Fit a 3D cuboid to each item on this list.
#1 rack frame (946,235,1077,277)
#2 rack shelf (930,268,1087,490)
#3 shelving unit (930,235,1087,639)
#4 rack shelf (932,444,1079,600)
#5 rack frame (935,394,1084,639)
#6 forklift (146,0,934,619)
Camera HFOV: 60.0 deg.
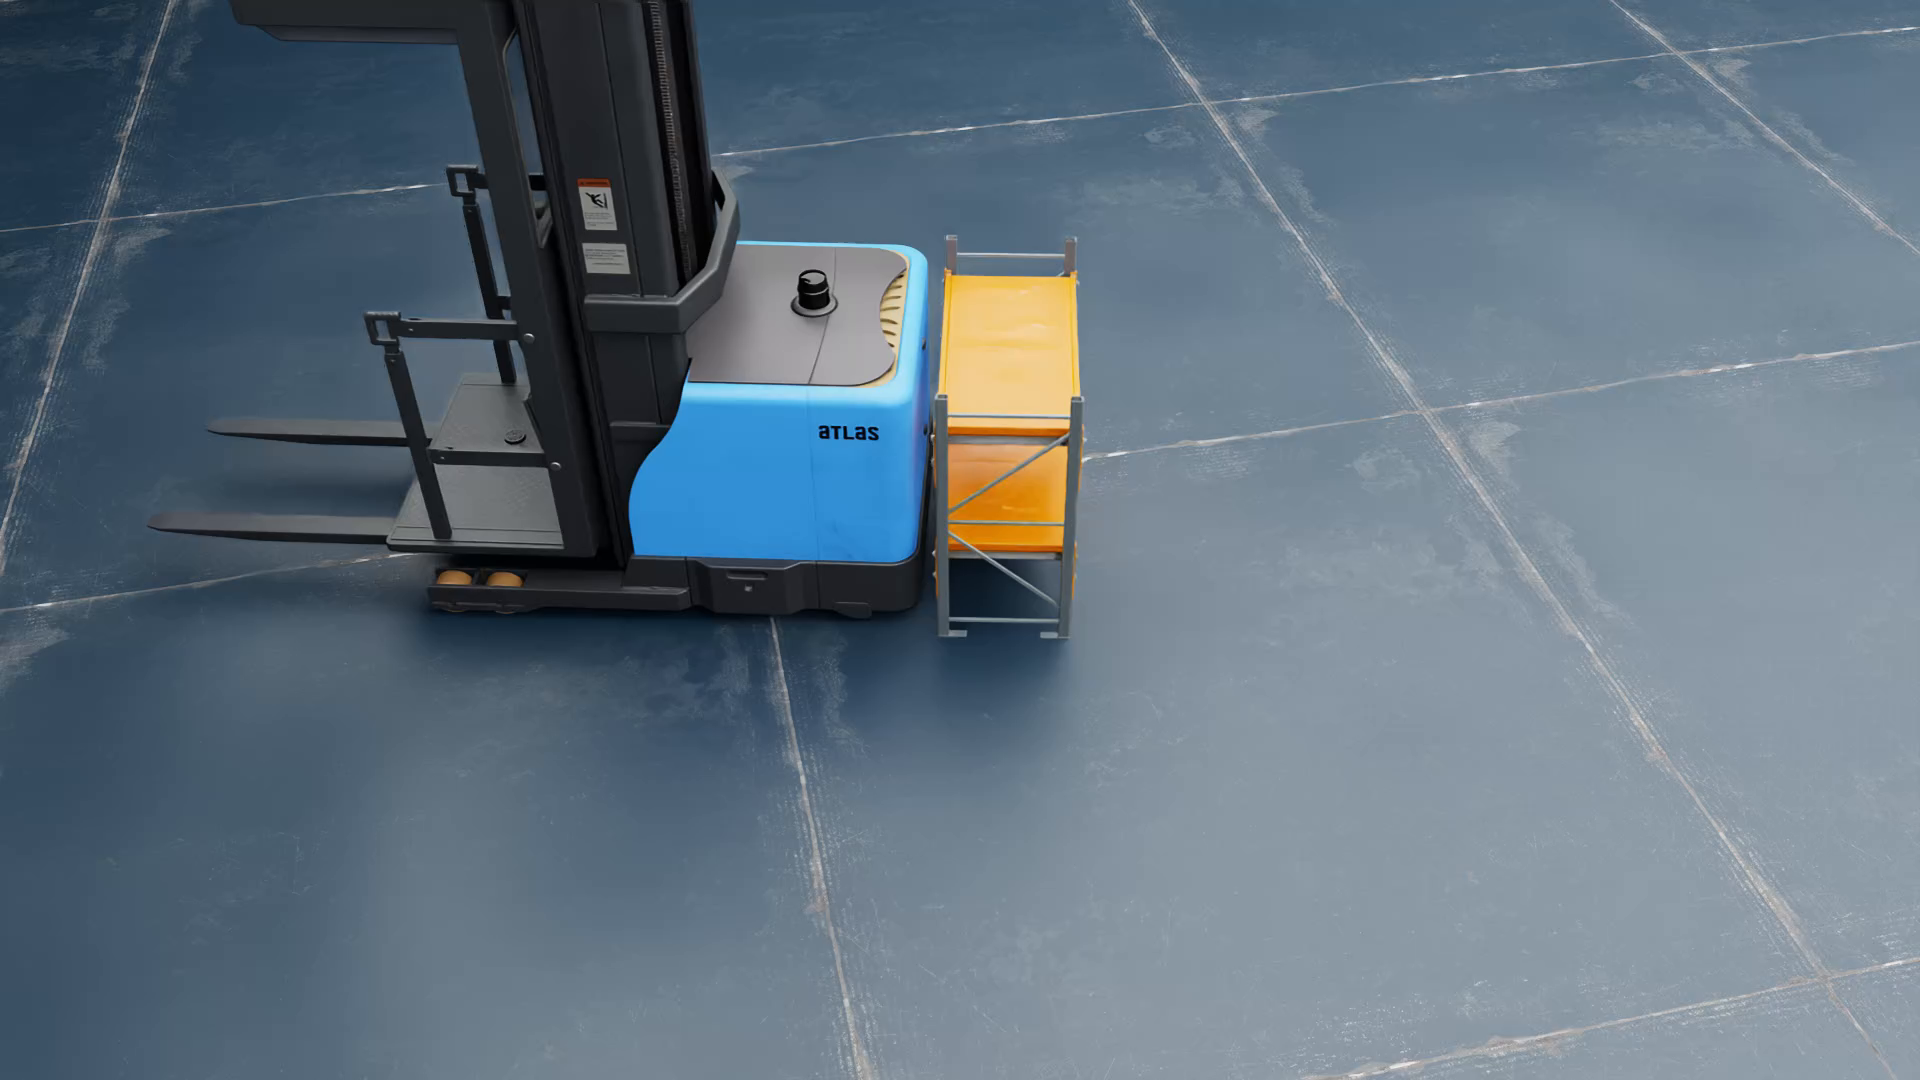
[{"bbox_3d":[0.197,-0.733,6.728,0.500,1.125,0.032,1,42,1],"label":"rack frame"},{"bbox_3d":[0.182,-0.614,6.154,0.538,0.278,1.000,1,42,1],"label":"rack shelf"},{"bbox_3d":[0.182,-0.395,6.348,0.538,1.125,1.048,1,42,1],"label":"shelving unit"},{"bbox_3d":[0.182,-0.212,6.510,0.538,0.278,1.000,1,42,1],"label":"rack shelf"},{"bbox_3d":[0.167,-0.058,5.968,0.500,1.125,0.032,1,42,1],"label":"rack frame"},{"bbox_3d":[-1.644,-1.160,5.849,3.031,2.935,1.130,2,42,2],"label":"forklift"}]
